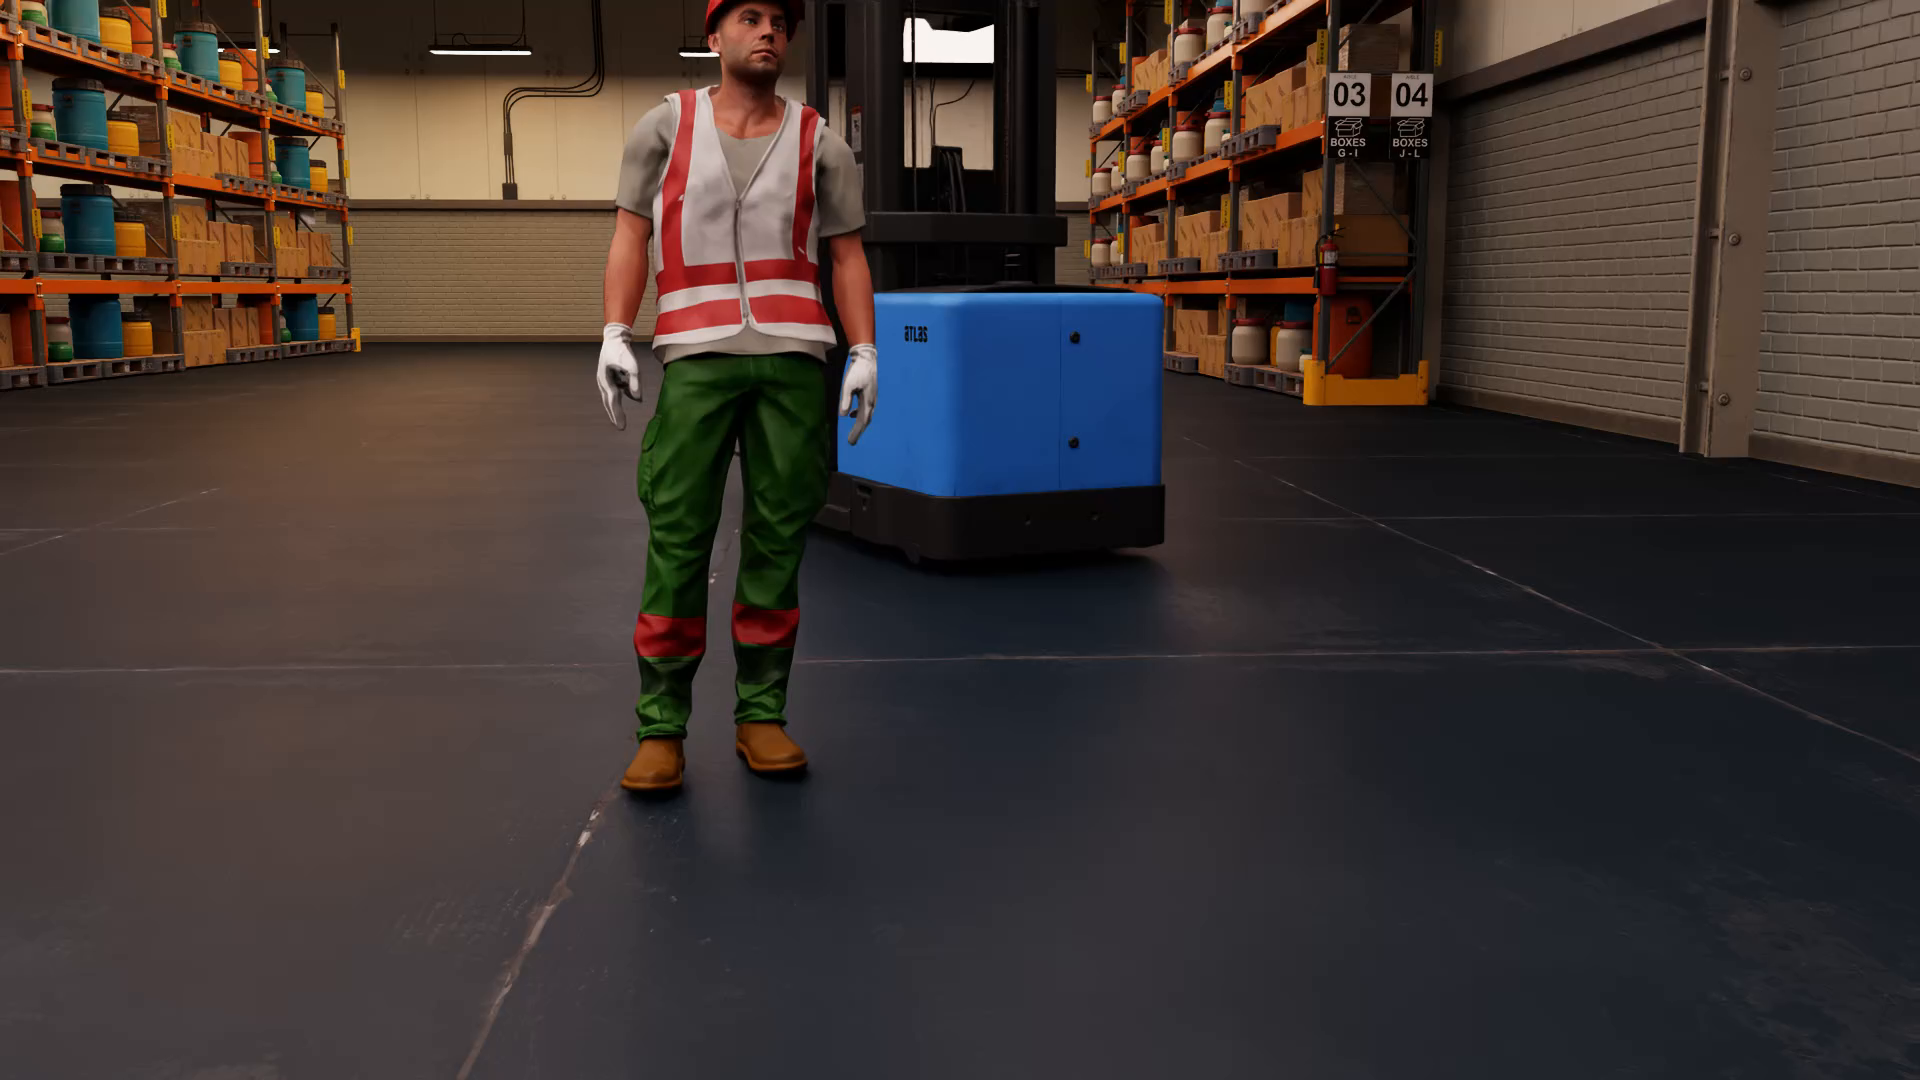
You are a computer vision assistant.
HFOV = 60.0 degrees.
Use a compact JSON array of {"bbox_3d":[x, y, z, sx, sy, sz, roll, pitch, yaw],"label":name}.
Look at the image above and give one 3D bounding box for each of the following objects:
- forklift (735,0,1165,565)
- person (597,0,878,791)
[{"bbox_3d":[-0.264,-1.530,7.637,1.130,2.935,3.031,-4,9,-25],"label":"forklift"},{"bbox_3d":[-0.482,-0.374,3.700,0.637,1.790,0.552,-2,9,-13],"label":"person"}]
